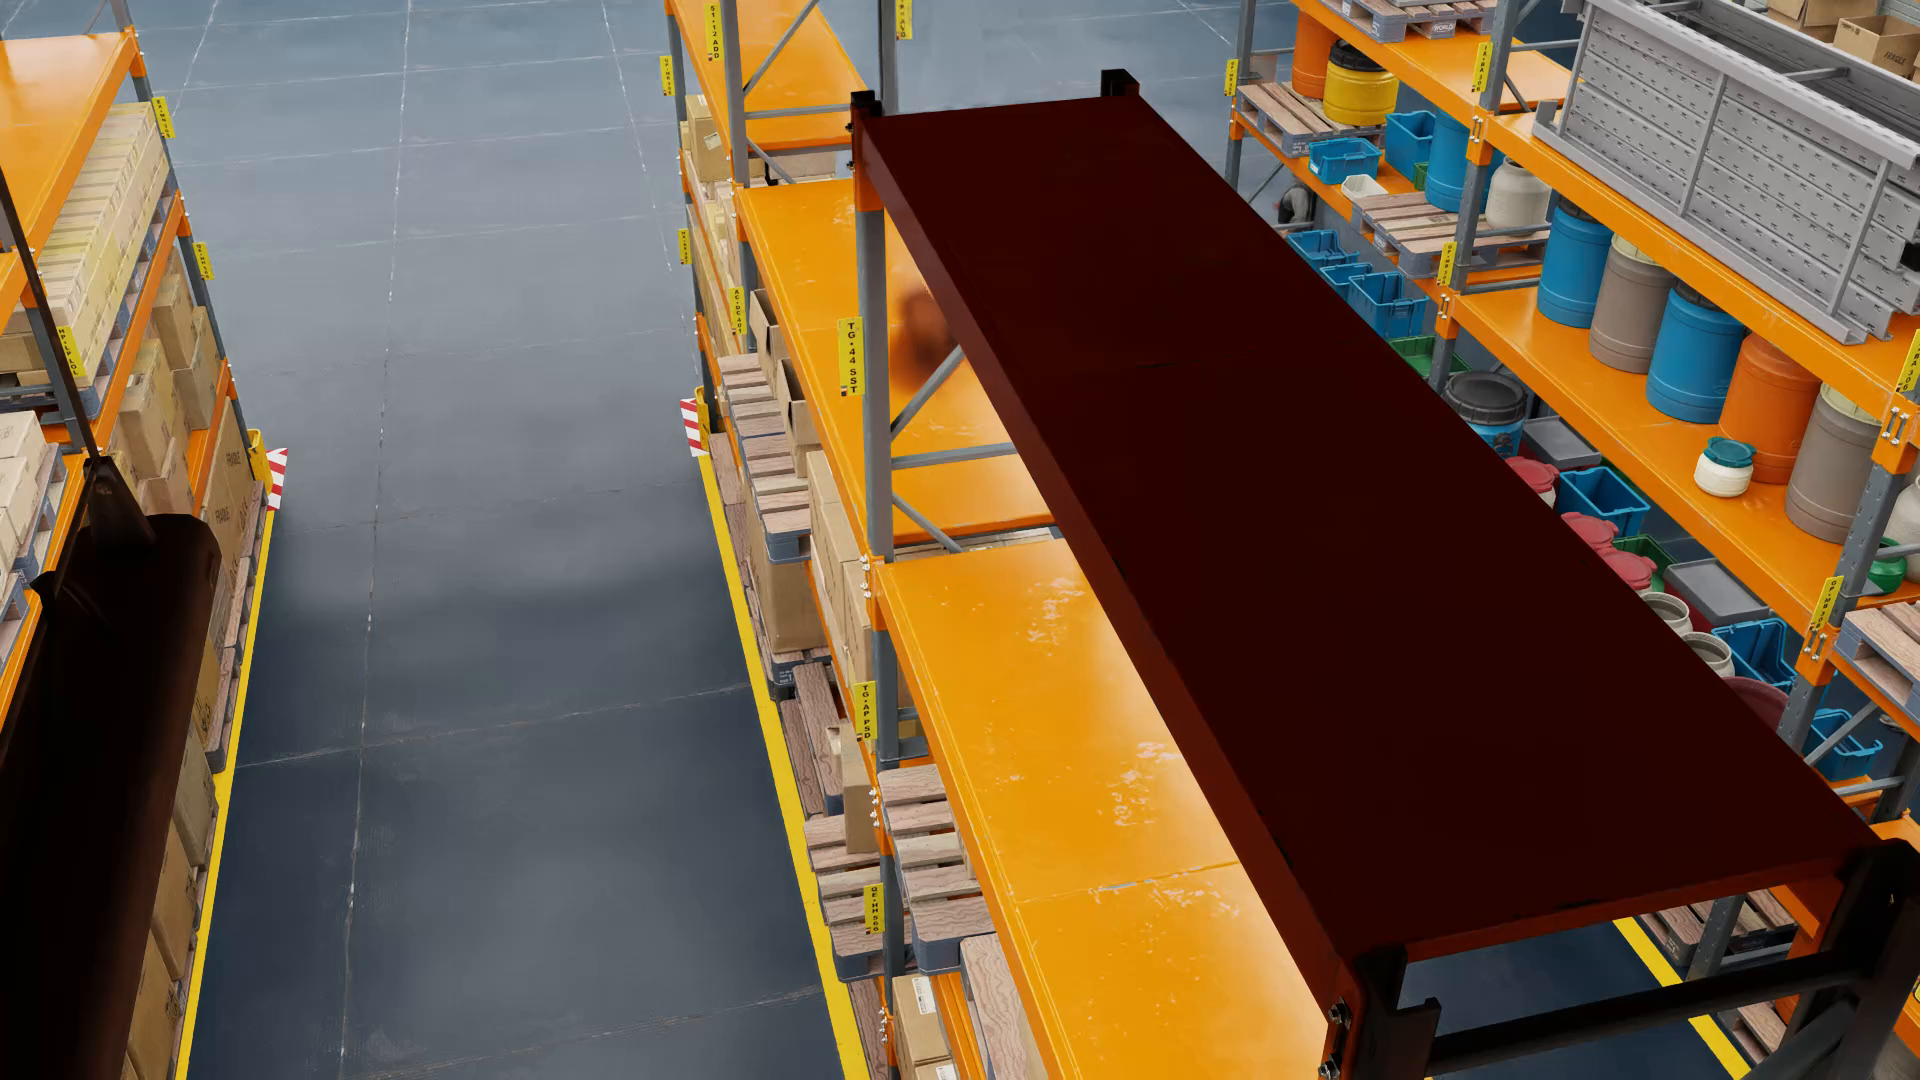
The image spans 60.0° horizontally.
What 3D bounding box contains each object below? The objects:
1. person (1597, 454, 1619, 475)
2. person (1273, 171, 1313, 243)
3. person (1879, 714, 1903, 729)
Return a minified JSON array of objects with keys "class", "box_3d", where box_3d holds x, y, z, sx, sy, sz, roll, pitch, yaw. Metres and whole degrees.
[{"class":"person","box_3d":[5.314,-0.742,13.678,0.677,1.756,0.816,-4,35,-6]},{"class":"person","box_3d":[3.469,-3.099,17.083,0.861,1.738,0.678,24,41,31]},{"class":"person","box_3d":[6.890,0.880,11.396,0.539,1.588,0.871,-16,37,-21]}]
